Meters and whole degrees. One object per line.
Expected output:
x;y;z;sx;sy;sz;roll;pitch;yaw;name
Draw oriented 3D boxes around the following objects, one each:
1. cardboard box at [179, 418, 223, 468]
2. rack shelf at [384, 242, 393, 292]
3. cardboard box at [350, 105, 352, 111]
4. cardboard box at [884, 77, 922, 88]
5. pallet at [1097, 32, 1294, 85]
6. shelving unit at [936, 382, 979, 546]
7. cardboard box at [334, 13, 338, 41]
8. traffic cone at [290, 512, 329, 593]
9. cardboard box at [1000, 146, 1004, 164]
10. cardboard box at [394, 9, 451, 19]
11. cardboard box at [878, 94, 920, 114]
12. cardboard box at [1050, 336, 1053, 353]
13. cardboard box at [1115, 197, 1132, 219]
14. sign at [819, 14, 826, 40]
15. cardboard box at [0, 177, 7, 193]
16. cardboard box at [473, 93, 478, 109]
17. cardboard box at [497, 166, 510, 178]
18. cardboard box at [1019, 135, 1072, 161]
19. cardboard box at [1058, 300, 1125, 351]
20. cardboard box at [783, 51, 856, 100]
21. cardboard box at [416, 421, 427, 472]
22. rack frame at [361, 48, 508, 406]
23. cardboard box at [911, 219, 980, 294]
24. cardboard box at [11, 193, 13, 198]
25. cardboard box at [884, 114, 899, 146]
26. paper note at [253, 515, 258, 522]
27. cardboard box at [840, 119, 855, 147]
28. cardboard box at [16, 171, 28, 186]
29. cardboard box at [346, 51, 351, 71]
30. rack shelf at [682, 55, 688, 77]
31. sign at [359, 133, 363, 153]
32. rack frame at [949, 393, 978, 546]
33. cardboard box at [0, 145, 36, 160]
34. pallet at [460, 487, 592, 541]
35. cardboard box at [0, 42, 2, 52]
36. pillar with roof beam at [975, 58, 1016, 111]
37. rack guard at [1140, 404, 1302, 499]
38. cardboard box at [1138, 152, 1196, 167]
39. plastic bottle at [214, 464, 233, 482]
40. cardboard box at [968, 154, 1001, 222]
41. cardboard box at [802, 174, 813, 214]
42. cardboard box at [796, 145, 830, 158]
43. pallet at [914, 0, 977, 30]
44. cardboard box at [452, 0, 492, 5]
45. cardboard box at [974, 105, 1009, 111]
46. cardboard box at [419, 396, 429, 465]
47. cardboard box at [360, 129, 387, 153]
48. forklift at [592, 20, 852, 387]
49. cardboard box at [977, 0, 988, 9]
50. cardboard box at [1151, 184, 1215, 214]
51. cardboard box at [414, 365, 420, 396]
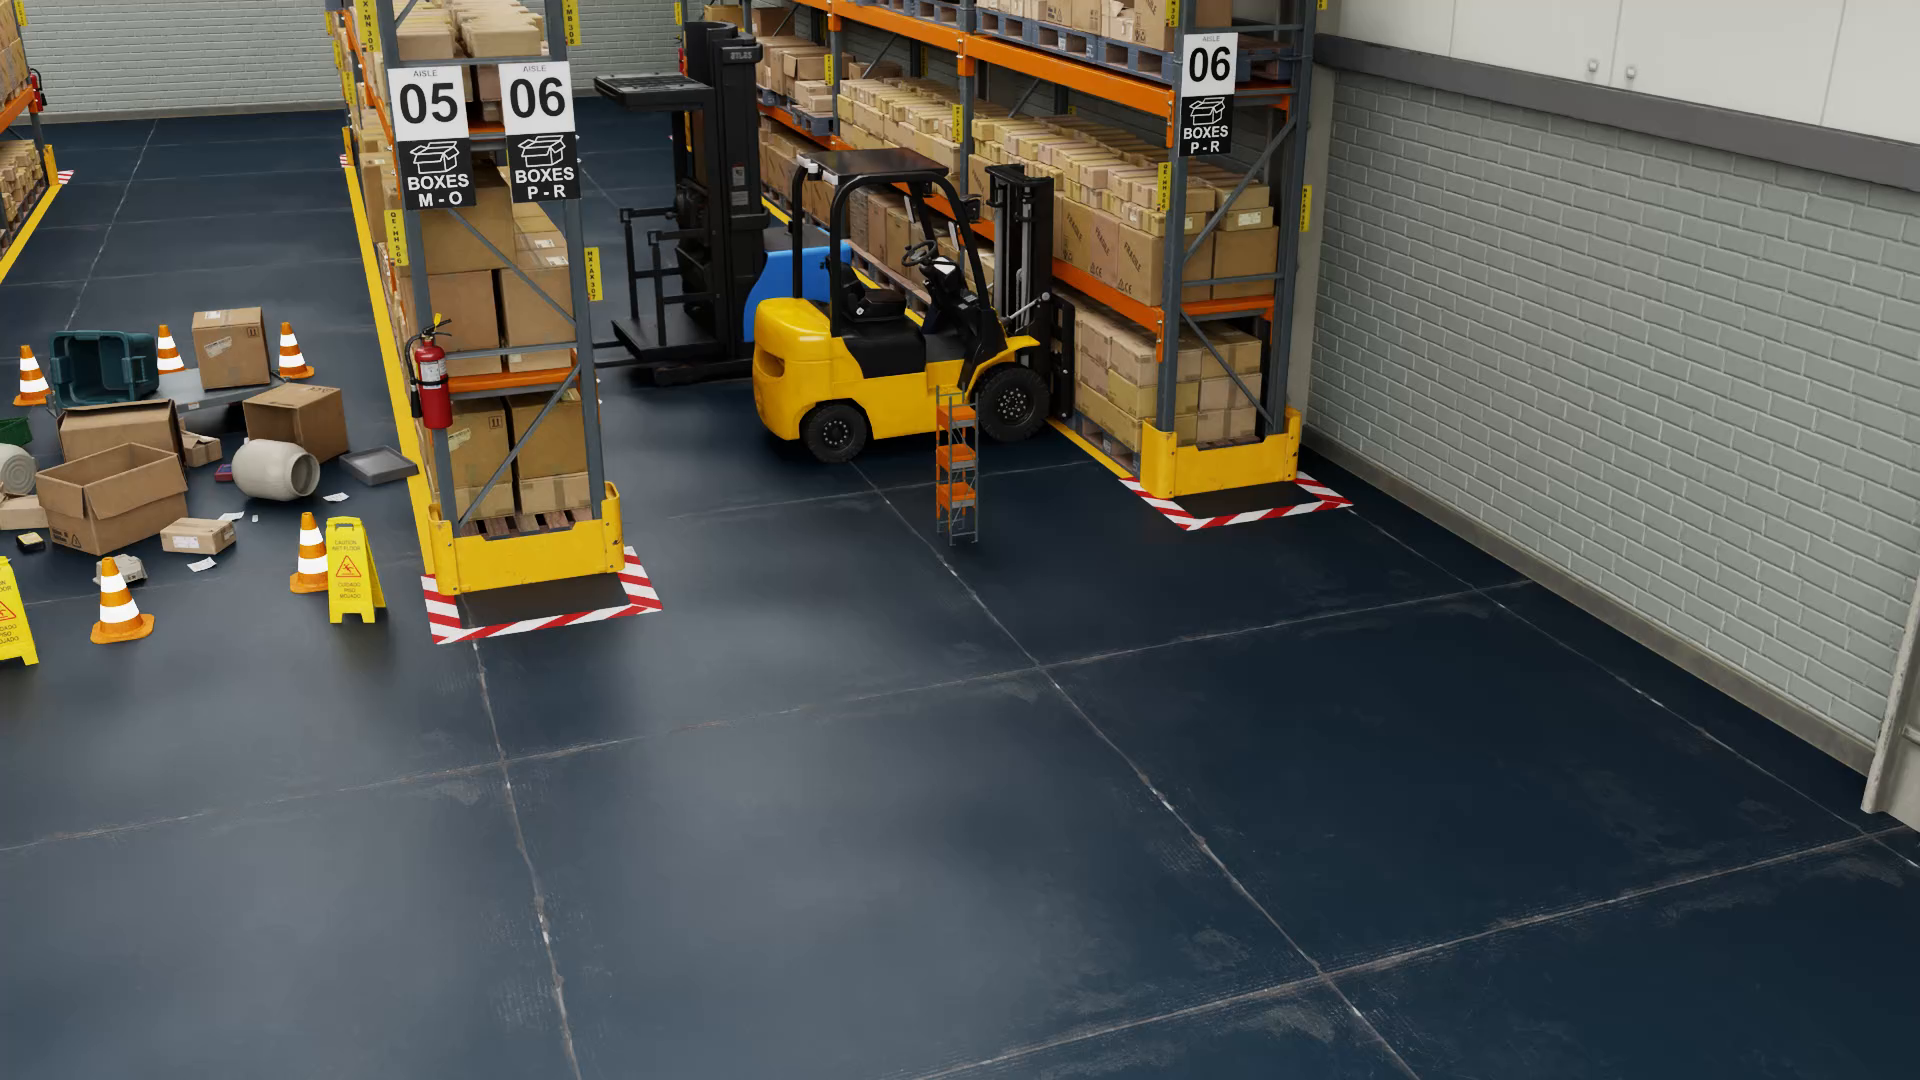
-5.876;-0.744;12.674;0.396;0.266;0.258;12;26;27;cardboard box
-4.862;-2.990;15.407;1.077;0.370;4.000;-8;24;-19;rack shelf
-6.546;-4.908;18.582;0.500;0.250;0.500;-9;25;-21;cardboard box
-0.622;-4.985;18.251;0.380;0.149;0.250;-8;24;-17;cardboard box
1.674;-3.425;11.767;1.003;0.211;1.213;-8;24;-19;pallet
-0.019;-0.503;11.092;0.215;1.050;0.252;-8;24;-19;shelving unit
-7.767;-6.511;21.419;0.500;0.500;0.500;-8;24;-18;cardboard box
-4.101;0.049;10.539;0.336;0.463;0.334;-8;24;-19;traffic cone
0.564;-3.285;14.219;0.380;0.149;0.250;-8;24;-19;cardboard box
-3.490;-3.334;10.734;0.380;0.149;0.250;-9;24;-21;cardboard box
-0.624;-4.452;16.986;0.380;0.149;0.250;-8;24;-18;cardboard box
0.893;-1.665;13.694;0.500;0.250;0.500;-8;24;-19;cardboard box
1.363;-2.447;12.231;0.380;0.149;0.250;-8;24;-18;cardboard box
-1.822;-6.795;22.018;0.100;0.325;0.005;-8;24;-19;sign
-11.547;-4.201;19.719;0.380;0.149;0.250;-7;24;-16;cardboard box
-2.904;-2.843;10.595;0.380;0.149;0.250;-8;24;-19;cardboard box
-3.766;-2.650;13.164;0.500;0.500;0.500;-9;24;-20;cardboard box
0.709;-3.230;13.705;0.380;0.149;0.250;-9;24;-20;cardboard box
1.072;-1.702;13.138;0.500;0.250;0.500;-8;24;-18;cardboard box
-1.676;-5.539;19.856;0.797;0.503;0.637;-9;24;-20;cardboard box
-3.646;-0.703;12.055;0.500;0.250;0.500;-9;25;-21;cardboard box
-4.156;-2.594;13.544;1.000;3.000;0.127;-8;24;-19;rack frame
0.025;-2.847;16.660;0.875;0.625;0.625;-9;24;-20;cardboard box
-11.900;-4.200;20.482;0.380;0.149;0.250;-9;25;-21;cardboard box
-0.450;-4.140;16.760;0.500;0.250;0.500;-8;24;-18;cardboard box
-4.915;-0.151;11.595;0.032;0.001;0.123;-8;24;-19;paper note
-0.998;-4.466;18.178;0.500;0.250;0.500;-8;24;-19;cardboard box
-11.960;-4.536;20.897;0.380;0.149;0.250;-8;24;-18;cardboard box
-6.185;-4.892;17.578;0.500;0.500;0.500;-8;24;-18;cardboard box
-3.046;-6.579;23.923;1.077;0.370;4.000;-8;24;-19;rack shelf
-4.674;-3.051;13.135;0.100;0.325;0.005;-8;24;-19;sign
0.024;-0.459;10.987;0.200;1.050;0.008;-8;24;-19;rack frame
-12.321;-5.059;21.756;0.380;0.149;0.250;-9;24;-20;cardboard box
-3.023;-0.184;11.414;1.003;0.211;1.213;-8;24;-19;pallet
-12.035;-6.187;20.268;0.500;0.500;0.500;-9;25;-21;cardboard box
-3.650;-6.554;15.214;9.100;9.000;0.400;-8;24;-19;pillar with roof beam
1.908;-0.663;12.179;1.175;0.500;0.348;-8;24;-19;rack guard
1.623;-2.944;13.025;0.380;0.149;0.250;-9;24;-20;cardboard box
-5.454;-0.514;12.391;0.133;0.061;0.283;-4;23;-10;plastic bottle
0.399;-3.126;14.676;0.500;0.500;0.500;-9;24;-20;cardboard box
-1.631;-4.269;20.195;0.500;0.500;0.500;-7;24;-17;cardboard box
-1.819;-4.797;20.613;0.380;0.149;0.250;-8;24;-19;cardboard box
0.163;-4.890;15.373;0.805;0.209;1.217;-9;25;-21;pallet
-3.318;-3.681;11.556;0.380;0.149;0.250;-8;24;-18;cardboard box
0.256;-4.158;16.290;0.380;0.149;0.250;-8;24;-19;cardboard box
-3.457;-0.858;11.457;0.500;0.500;0.500;-7;24;-17;cardboard box
-3.891;-2.674;11.933;0.700;0.500;0.500;-9;24;-20;cardboard box
-2.512;-2.906;14.371;3.031;2.935;1.130;-10;25;-22;forklift
0.361;-4.578;14.042;0.380;0.149;0.250;-8;24;-18;cardboard box
1.576;-2.407;11.751;0.380;0.149;0.250;-8;24;-19;cardboard box
-3.462;-1.091;11.176;0.380;0.149;0.250;-8;24;-17;cardboard box
